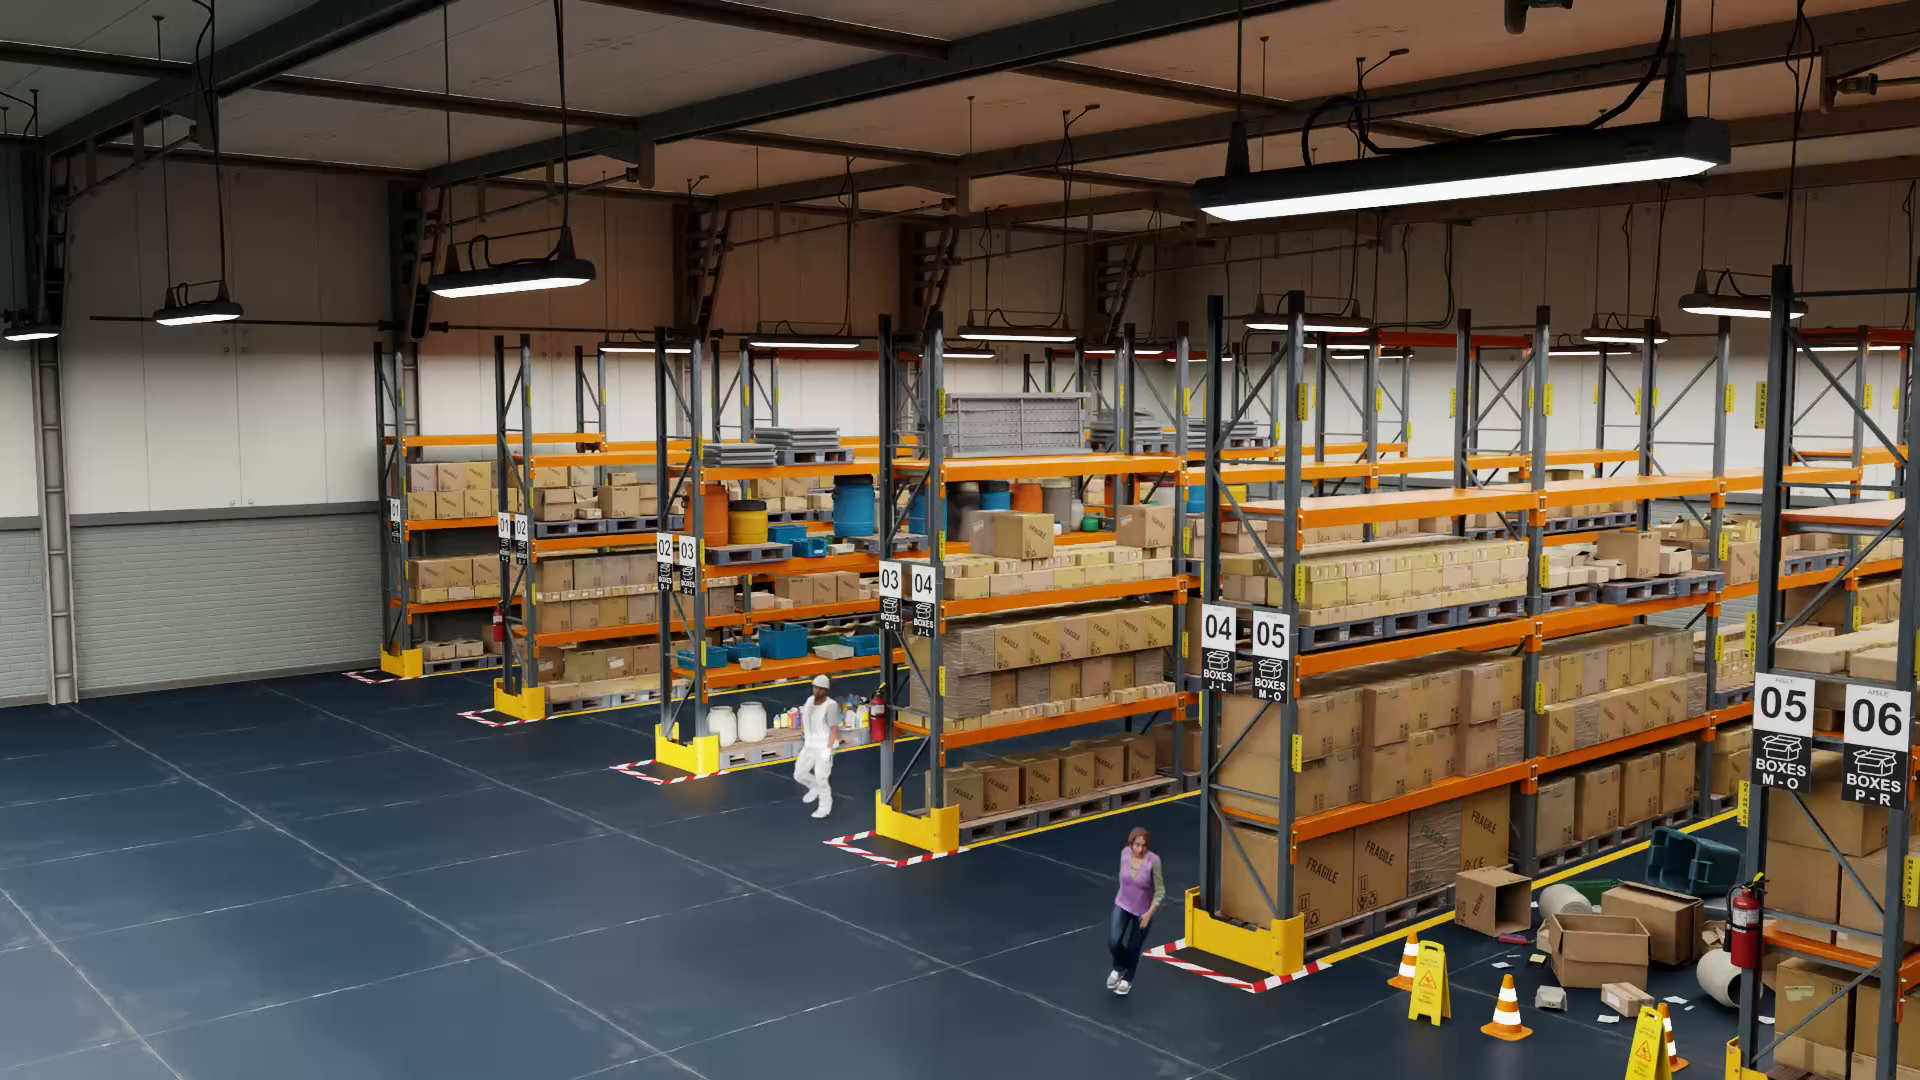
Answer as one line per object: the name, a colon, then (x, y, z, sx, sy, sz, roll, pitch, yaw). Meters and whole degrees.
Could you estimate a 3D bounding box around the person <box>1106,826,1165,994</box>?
person: (1.478, 3.130, 13.976, 0.517, 1.524, 0.694, 2, 5, 16)

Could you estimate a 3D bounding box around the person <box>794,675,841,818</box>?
person: (-1.700, 2.467, 19.947, 0.744, 1.737, 0.565, 4, 7, 40)
